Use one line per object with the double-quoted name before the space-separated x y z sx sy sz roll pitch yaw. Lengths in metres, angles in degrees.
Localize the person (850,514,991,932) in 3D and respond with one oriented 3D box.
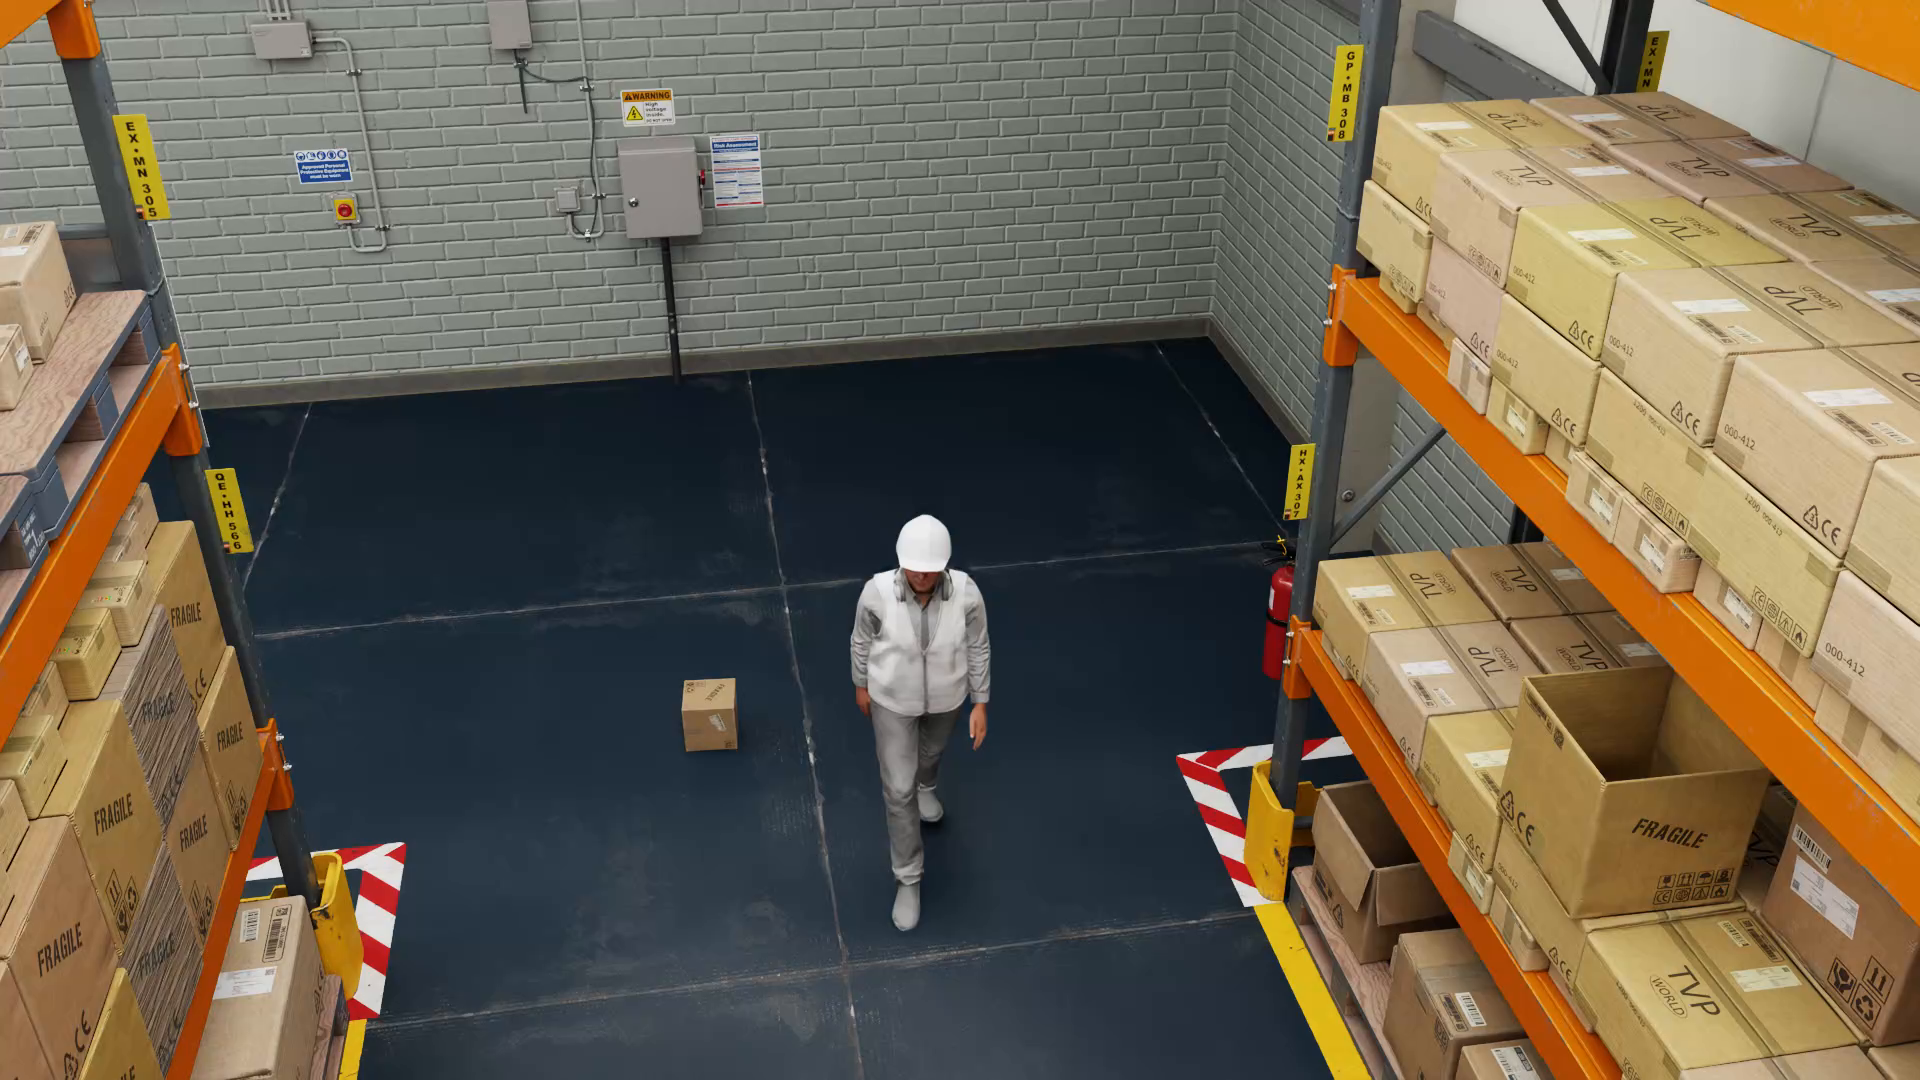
"person" -0.169 0.664 7.004 0.543 1.777 0.902 -7 31 -11
